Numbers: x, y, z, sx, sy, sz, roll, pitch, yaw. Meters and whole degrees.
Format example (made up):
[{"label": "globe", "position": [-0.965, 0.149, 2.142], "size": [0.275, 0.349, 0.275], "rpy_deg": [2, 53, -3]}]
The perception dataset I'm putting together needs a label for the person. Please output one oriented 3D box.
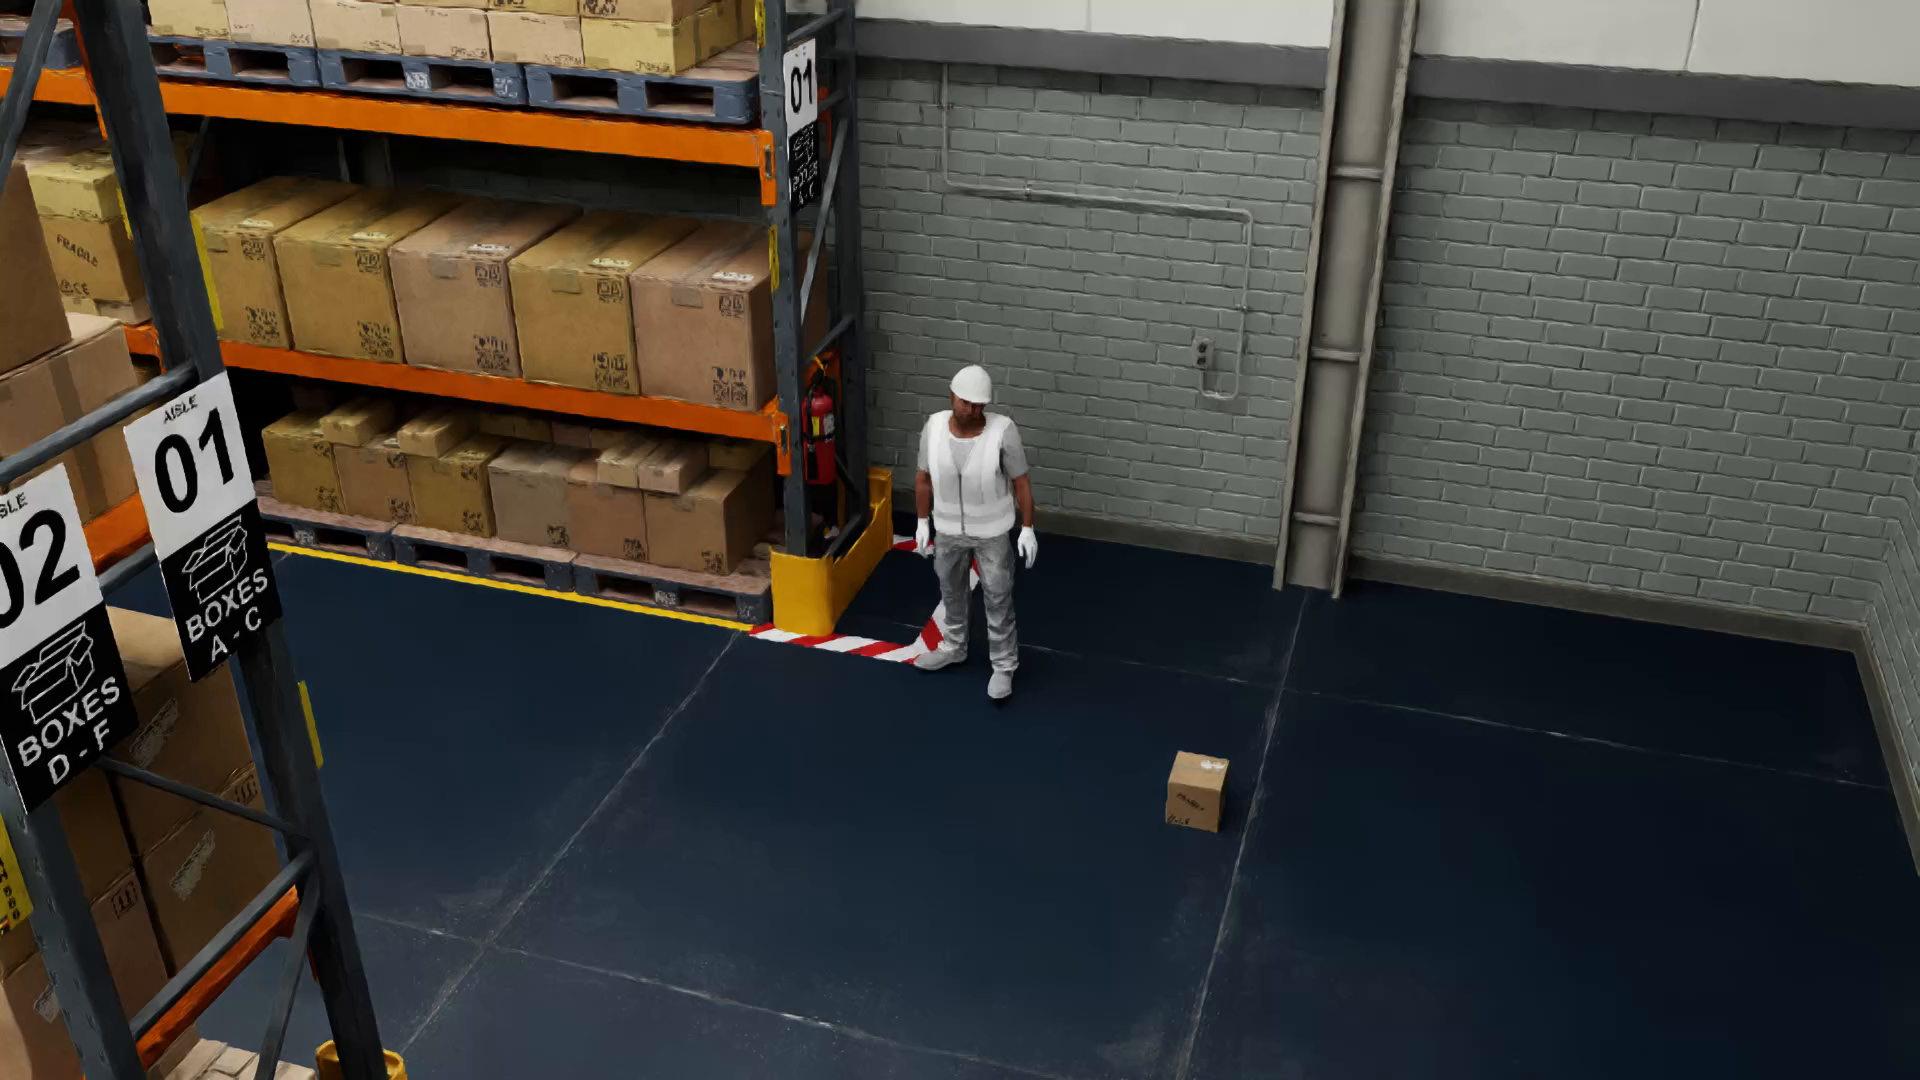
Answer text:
[{"label": "person", "position": [0.075, -0.044, 8.512], "size": [0.678, 1.778, 0.429], "rpy_deg": [10, 31, 18]}]
